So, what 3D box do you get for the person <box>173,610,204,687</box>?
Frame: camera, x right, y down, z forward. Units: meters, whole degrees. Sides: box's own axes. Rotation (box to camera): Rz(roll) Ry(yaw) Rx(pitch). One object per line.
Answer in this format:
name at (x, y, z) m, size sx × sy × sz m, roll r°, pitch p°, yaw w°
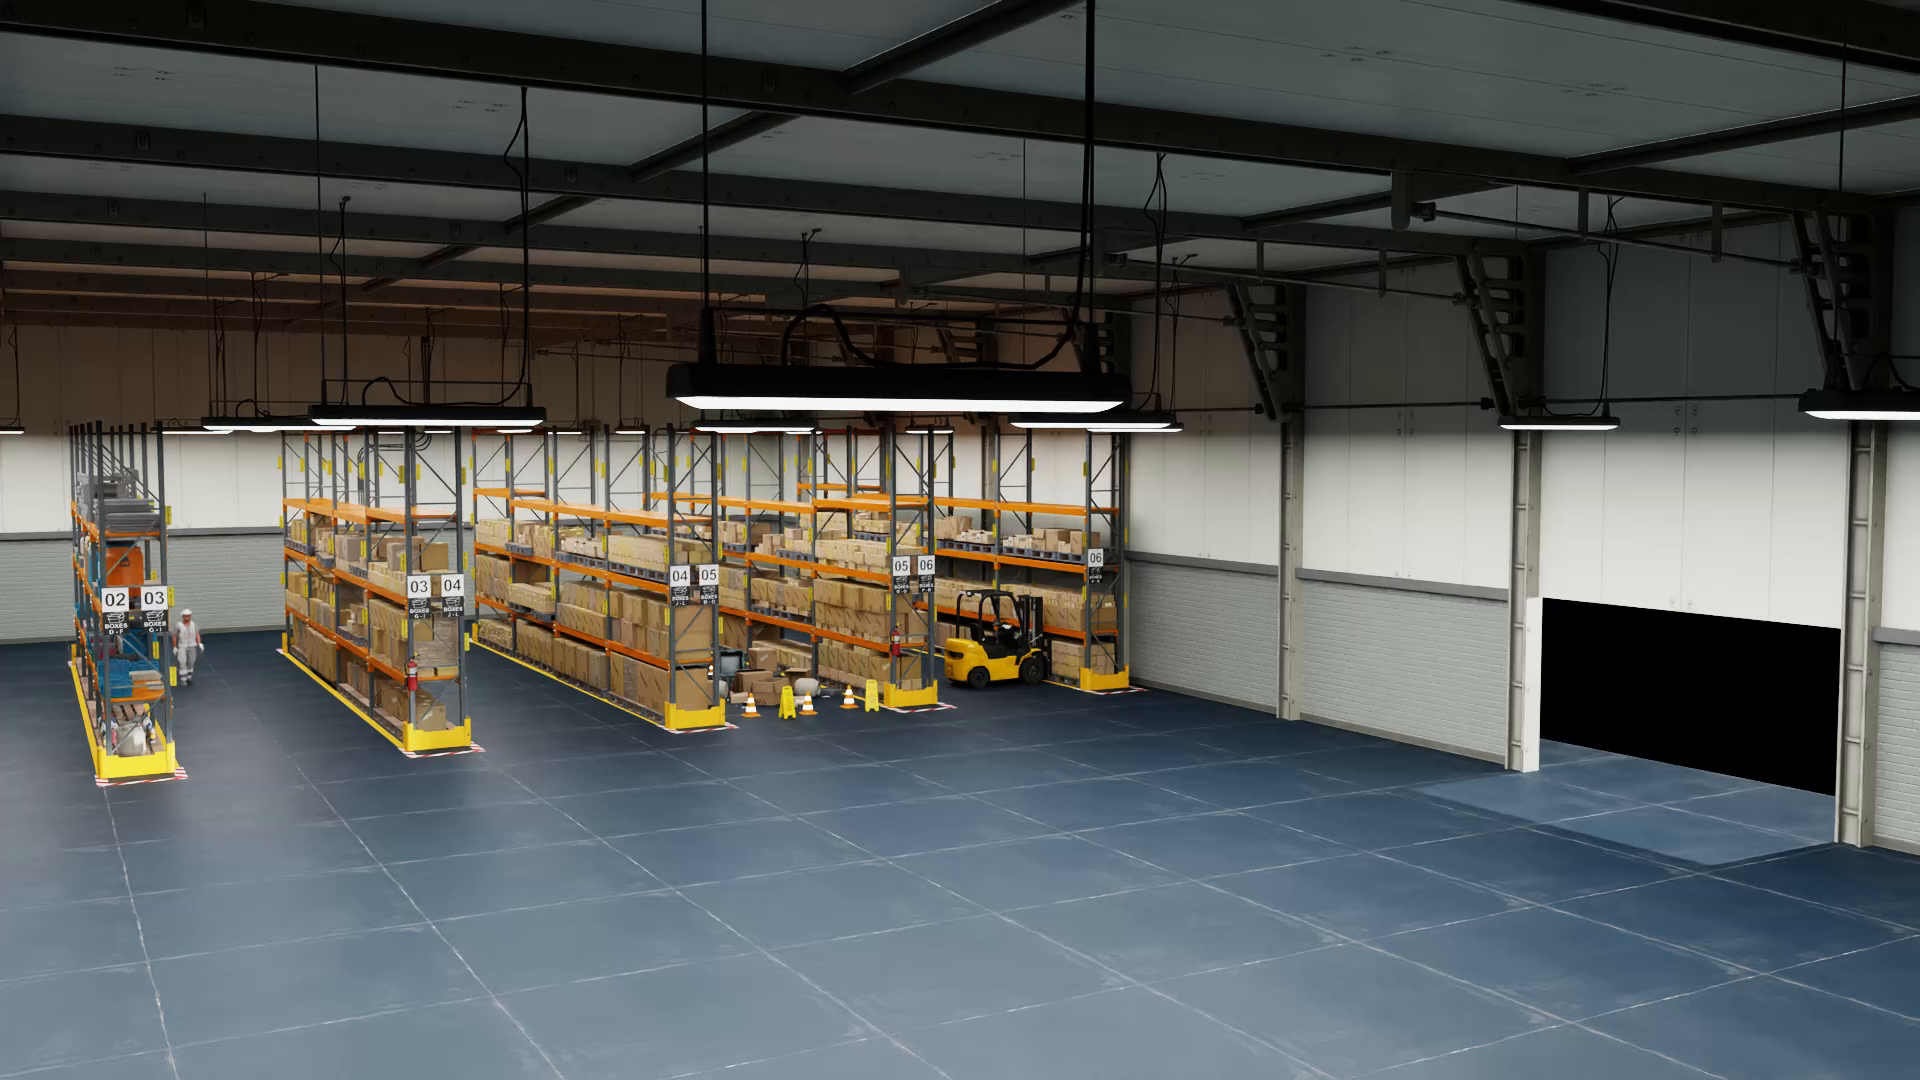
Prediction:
person at (-17.770, 2.459, 38.289) m, size 0.633 × 1.715 × 1.070 m, roll -2°, pitch 4°, yaw -34°
